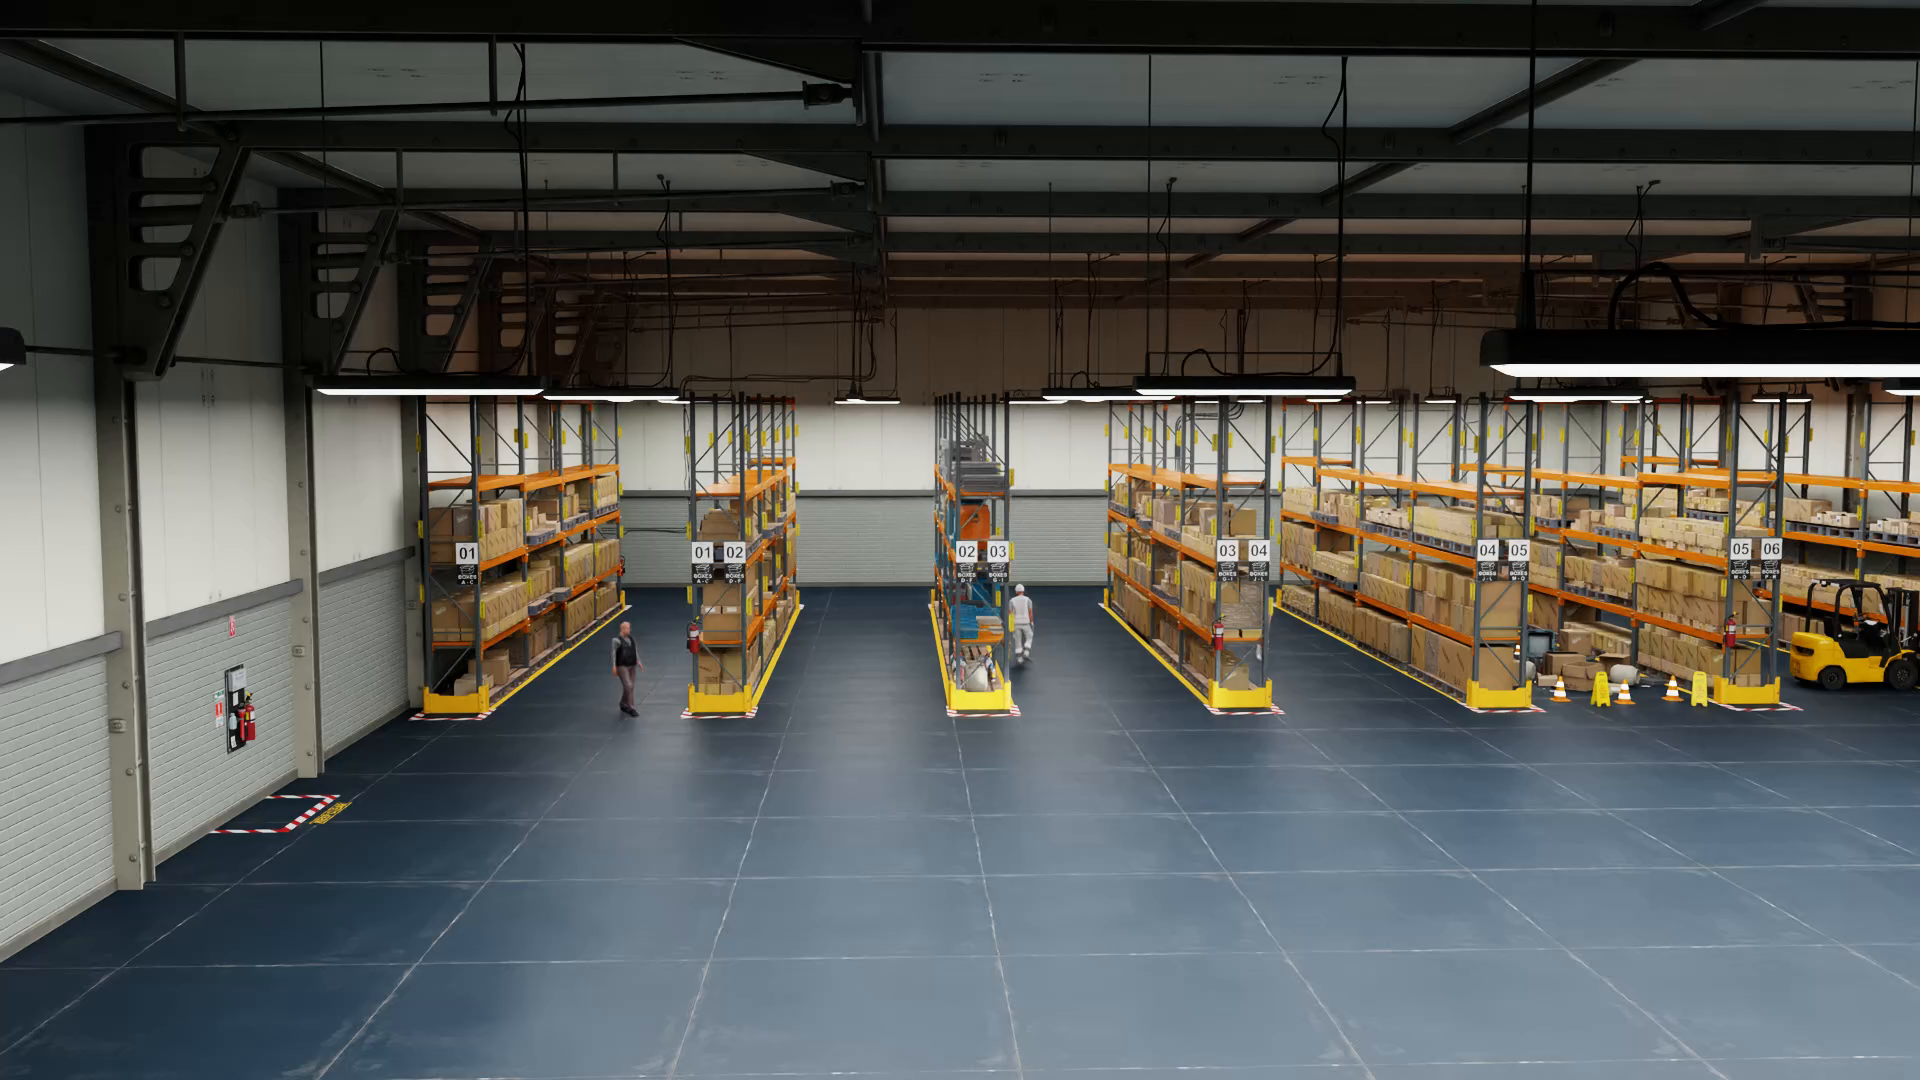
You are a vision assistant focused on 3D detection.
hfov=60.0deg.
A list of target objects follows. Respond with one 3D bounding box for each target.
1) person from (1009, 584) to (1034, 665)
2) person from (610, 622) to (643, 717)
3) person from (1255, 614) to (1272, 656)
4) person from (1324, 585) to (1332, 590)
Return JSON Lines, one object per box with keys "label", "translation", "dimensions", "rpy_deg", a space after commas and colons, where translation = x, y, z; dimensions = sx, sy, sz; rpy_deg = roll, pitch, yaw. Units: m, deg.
{"label": "person", "translation": [1.352, 1.879, 36.931], "dimensions": [0.575, 1.790, 0.530], "rpy_deg": [0, 5, 4]}
{"label": "person", "translation": [-6.143, 2.402, 31.005], "dimensions": [0.733, 1.727, 0.564], "rpy_deg": [3, 6, 34]}
{"label": "person", "translation": [6.905, 1.831, 37.894], "dimensions": [0.434, 1.561, 0.841], "rpy_deg": [1, 5, 9]}
{"label": "person", "translation": [10.543, 0.982, 48.830], "dimensions": [0.981, 1.604, 0.431], "rpy_deg": [2, 5, 23]}
